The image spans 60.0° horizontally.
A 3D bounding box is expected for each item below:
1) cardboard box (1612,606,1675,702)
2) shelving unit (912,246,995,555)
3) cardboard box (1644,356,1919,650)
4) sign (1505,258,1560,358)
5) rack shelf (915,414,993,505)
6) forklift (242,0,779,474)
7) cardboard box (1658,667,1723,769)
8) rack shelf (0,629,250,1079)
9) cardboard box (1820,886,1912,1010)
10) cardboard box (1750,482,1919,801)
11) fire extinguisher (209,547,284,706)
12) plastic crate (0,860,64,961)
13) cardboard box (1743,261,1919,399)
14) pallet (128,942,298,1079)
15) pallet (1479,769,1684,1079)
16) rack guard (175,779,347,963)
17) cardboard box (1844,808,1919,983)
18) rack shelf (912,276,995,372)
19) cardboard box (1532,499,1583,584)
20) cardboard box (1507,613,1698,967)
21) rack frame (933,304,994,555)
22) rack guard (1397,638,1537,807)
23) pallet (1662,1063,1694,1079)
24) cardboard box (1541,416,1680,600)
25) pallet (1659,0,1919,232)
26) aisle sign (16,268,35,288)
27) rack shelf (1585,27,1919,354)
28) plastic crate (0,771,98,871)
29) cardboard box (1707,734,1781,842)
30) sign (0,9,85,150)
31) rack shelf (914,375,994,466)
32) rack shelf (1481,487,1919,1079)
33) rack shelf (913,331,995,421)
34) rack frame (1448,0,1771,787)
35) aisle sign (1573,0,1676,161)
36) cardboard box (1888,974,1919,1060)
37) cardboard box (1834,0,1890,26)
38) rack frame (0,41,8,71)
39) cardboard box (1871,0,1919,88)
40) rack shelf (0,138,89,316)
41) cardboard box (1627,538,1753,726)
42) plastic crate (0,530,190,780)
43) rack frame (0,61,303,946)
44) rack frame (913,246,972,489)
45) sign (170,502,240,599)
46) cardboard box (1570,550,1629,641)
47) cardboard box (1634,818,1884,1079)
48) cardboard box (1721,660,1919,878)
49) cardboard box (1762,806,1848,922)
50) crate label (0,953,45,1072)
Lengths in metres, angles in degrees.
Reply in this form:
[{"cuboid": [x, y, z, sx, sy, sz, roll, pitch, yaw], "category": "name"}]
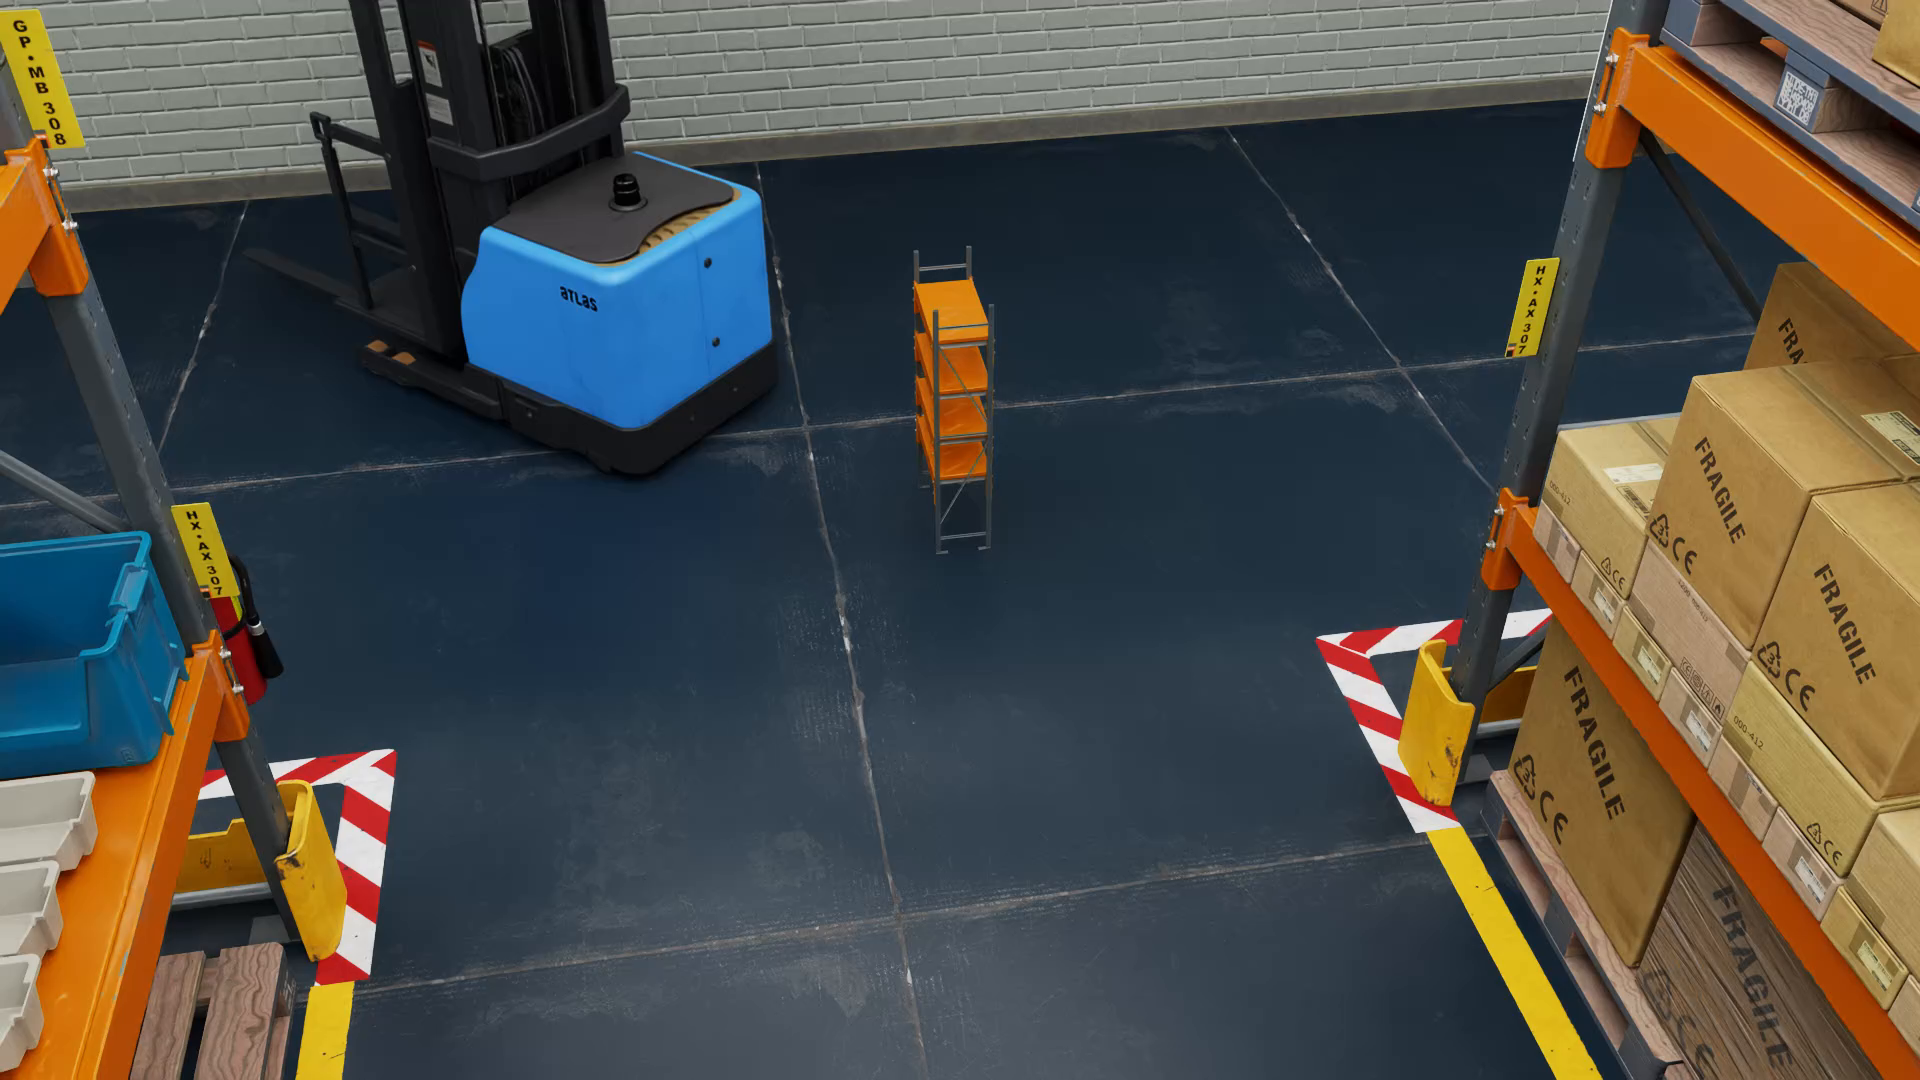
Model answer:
[{"cuboid": [2.067, 0.292, 4.634, 0.380, 0.149, 0.250, -7, 38, -9], "category": "cardboard box"}, {"cuboid": [-0.029, -0.574, 7.011, 0.258, 1.200, 0.503, -6, 38, -8], "category": "shelving unit"}, {"cuboid": [2.144, -0.100, 4.203, 0.500, 0.500, 0.500, -7, 38, -9], "category": "cardboard box"}, {"cuboid": [1.691, -0.684, 4.915, 0.100, 0.325, 0.005, -6, 38, -8], "category": "sign"}, {"cuboid": [-0.029, -0.364, 7.174, 0.258, 0.148, 0.480, -6, 38, -8], "category": "rack shelf"}, {"cuboid": [-2.391, -2.161, 7.643, 3.031, 2.935, 1.130, 23, 43, 26], "category": "forklift"}, {"cuboid": [2.114, 0.449, 4.432, 0.380, 0.149, 0.250, -7, 38, -9], "category": "cardboard box"}, {"cuboid": [-2.288, 1.658, 3.257, 1.077, 0.370, 4.000, -6, 38, -8], "category": "rack shelf"}, {"cuboid": [2.246, 0.911, 3.837, 0.380, 0.149, 0.250, -7, 38, -9], "category": "cardboard box"}, {"cuboid": [2.241, 0.212, 3.801, 0.500, 0.500, 0.500, -7, 38, -9], "category": "cardboard box"}, {"cuboid": [-2.217, 0.204, 4.910, 0.296, 0.674, 0.183, -6, 38, -8], "category": "fire extinguisher"}, {"cuboid": [-2.280, 0.896, 3.818, 0.396, 0.136, 0.243, -6, 38, -8], "category": "plastic crate"}, {"cuboid": [2.582, -0.455, 4.660, 0.500, 0.500, 0.500, -6, 38, -7], "category": "cardboard box"}, {"cuboid": [-2.532, 1.769, 4.801, 1.003, 0.211, 1.213, -6, 38, -8], "category": "pallet"}, {"cuboid": [2.455, 1.209, 5.522, 1.003, 0.211, 1.213, -6, 38, -8], "category": "pallet"}, {"cuboid": [-2.655, 1.140, 5.375, 1.175, 0.500, 0.348, -6, 38, -8], "category": "rack guard"}, {"cuboid": [2.335, 0.826, 3.622, 0.500, 0.250, 0.500, -7, 38, -9], "category": "cardboard box"}, {"cuboid": [-0.029, -0.884, 6.770, 0.258, 0.148, 0.480, -6, 38, -8], "category": "rack shelf"}, {"cuboid": [1.975, -0.018, 5.033, 0.380, 0.149, 0.250, -6, 38, -7], "category": "cardboard box"}, {"cuboid": [2.429, 0.684, 5.314, 0.875, 0.875, 0.875, -6, 38, -8], "category": "cardboard box"}, {"cuboid": [0.014, -0.426, 6.821, 0.240, 1.200, 0.015, -6, 38, -8], "category": "rack frame"}, {"cuboid": [2.234, 0.606, 6.063, 1.175, 0.500, 0.348, -6, 38, -8], "category": "rack guard"}, {"cuboid": [2.666, 1.944, 4.576, 1.003, 0.211, 1.213, -6, 38, -8], "category": "pallet"}, {"cuboid": [2.056, -0.106, 4.822, 0.500, 0.250, 0.500, -7, 38, -9], "category": "cardboard box"}, {"cuboid": [2.378, -1.070, 3.809, 1.003, 0.211, 1.213, -6, 38, -8], "category": "pallet"}, {"cuboid": [-2.362, -0.936, 3.891, 0.394, 0.787, 0.004, -6, 38, -8], "category": "aisle sign"}, {"cuboid": [2.589, -0.059, 3.023, 1.077, 0.370, 4.000, -6, 38, -8], "category": "rack shelf"}, {"cuboid": [-2.317, 0.719, 4.045, 0.396, 0.136, 0.243, -6, 38, -8], "category": "plastic crate"}, {"cuboid": [2.157, 0.603, 4.234, 0.380, 0.149, 0.250, -7, 38, -9], "category": "cardboard box"}, {"cuboid": [-2.100, -1.046, 3.792, 0.100, 0.325, 0.005, -6, 38, -8], "category": "sign"}, {"cuboid": [-0.029, -0.521, 7.052, 0.258, 0.148, 0.480, -6, 38, -8], "category": "rack shelf"}, {"cuboid": [2.589, 1.125, 3.943, 1.077, 0.370, 4.000, -6, 38, -8], "category": "rack shelf"}, {"cuboid": [-0.029, -0.697, 6.915, 0.258, 0.148, 0.480, -6, 38, -8], "category": "rack shelf"}, {"cuboid": [2.238, -0.367, 5.277, 1.000, 3.000, 0.127, -6, 38, -8], "category": "rack frame"}, {"cuboid": [1.930, -1.405, 4.494, 0.394, 0.787, 0.004, -6, 38, -8], "category": "aisle sign"}, {"cuboid": [2.294, 1.069, 3.633, 0.380, 0.149, 0.250, -6, 38, -7], "category": "cardboard box"}, {"cuboid": [2.382, -1.488, 3.770, 0.700, 0.500, 0.500, -8, 39, -11], "category": "cardboard box"}, {"cuboid": [-2.638, -2.203, 2.751, 1.000, 3.000, 0.127, -6, 38, -8], "category": "rack frame"}, {"cuboid": [2.362, -1.135, 3.316, 0.700, 0.500, 0.500, -8, 38, -10], "category": "cardboard box"}, {"cuboid": [-2.288, 0.473, 2.337, 1.077, 0.370, 4.000, -6, 38, -8], "category": "rack shelf"}, {"cuboid": [2.154, 0.207, 4.418, 0.500, 0.250, 0.500, -7, 38, -9], "category": "cardboard box"}, {"cuboid": [-2.396, 0.310, 4.328, 0.616, 0.435, 0.499, -6, 38, -8], "category": "plastic crate"}, {"cuboid": [-2.638, 0.166, 4.592, 1.000, 3.000, 0.127, -6, 38, -8], "category": "rack frame"}, {"cuboid": [-0.072, -0.721, 7.200, 0.240, 1.200, 0.015, -6, 38, -8], "category": "rack frame"}, {"cuboid": [-2.100, 0.032, 4.630, 0.100, 0.325, 0.005, -6, 38, -8], "category": "sign"}, {"cuboid": [2.022, 0.137, 4.833, 0.380, 0.149, 0.250, -7, 38, -9], "category": "cardboard box"}, {"cuboid": [2.589, 1.234, 4.606, 0.875, 0.875, 0.875, -6, 38, -8], "category": "cardboard box"}, {"cuboid": [2.239, 0.511, 4.027, 0.500, 0.250, 0.500, -7, 38, -9], "category": "cardboard box"}, {"cuboid": [2.203, 0.759, 4.033, 0.380, 0.149, 0.250, -7, 38, -8], "category": "cardboard box"}, {"cuboid": [-2.208, 1.061, 3.605, 0.396, 0.136, 0.243, -6, 38, -8], "category": "crate label"}]
